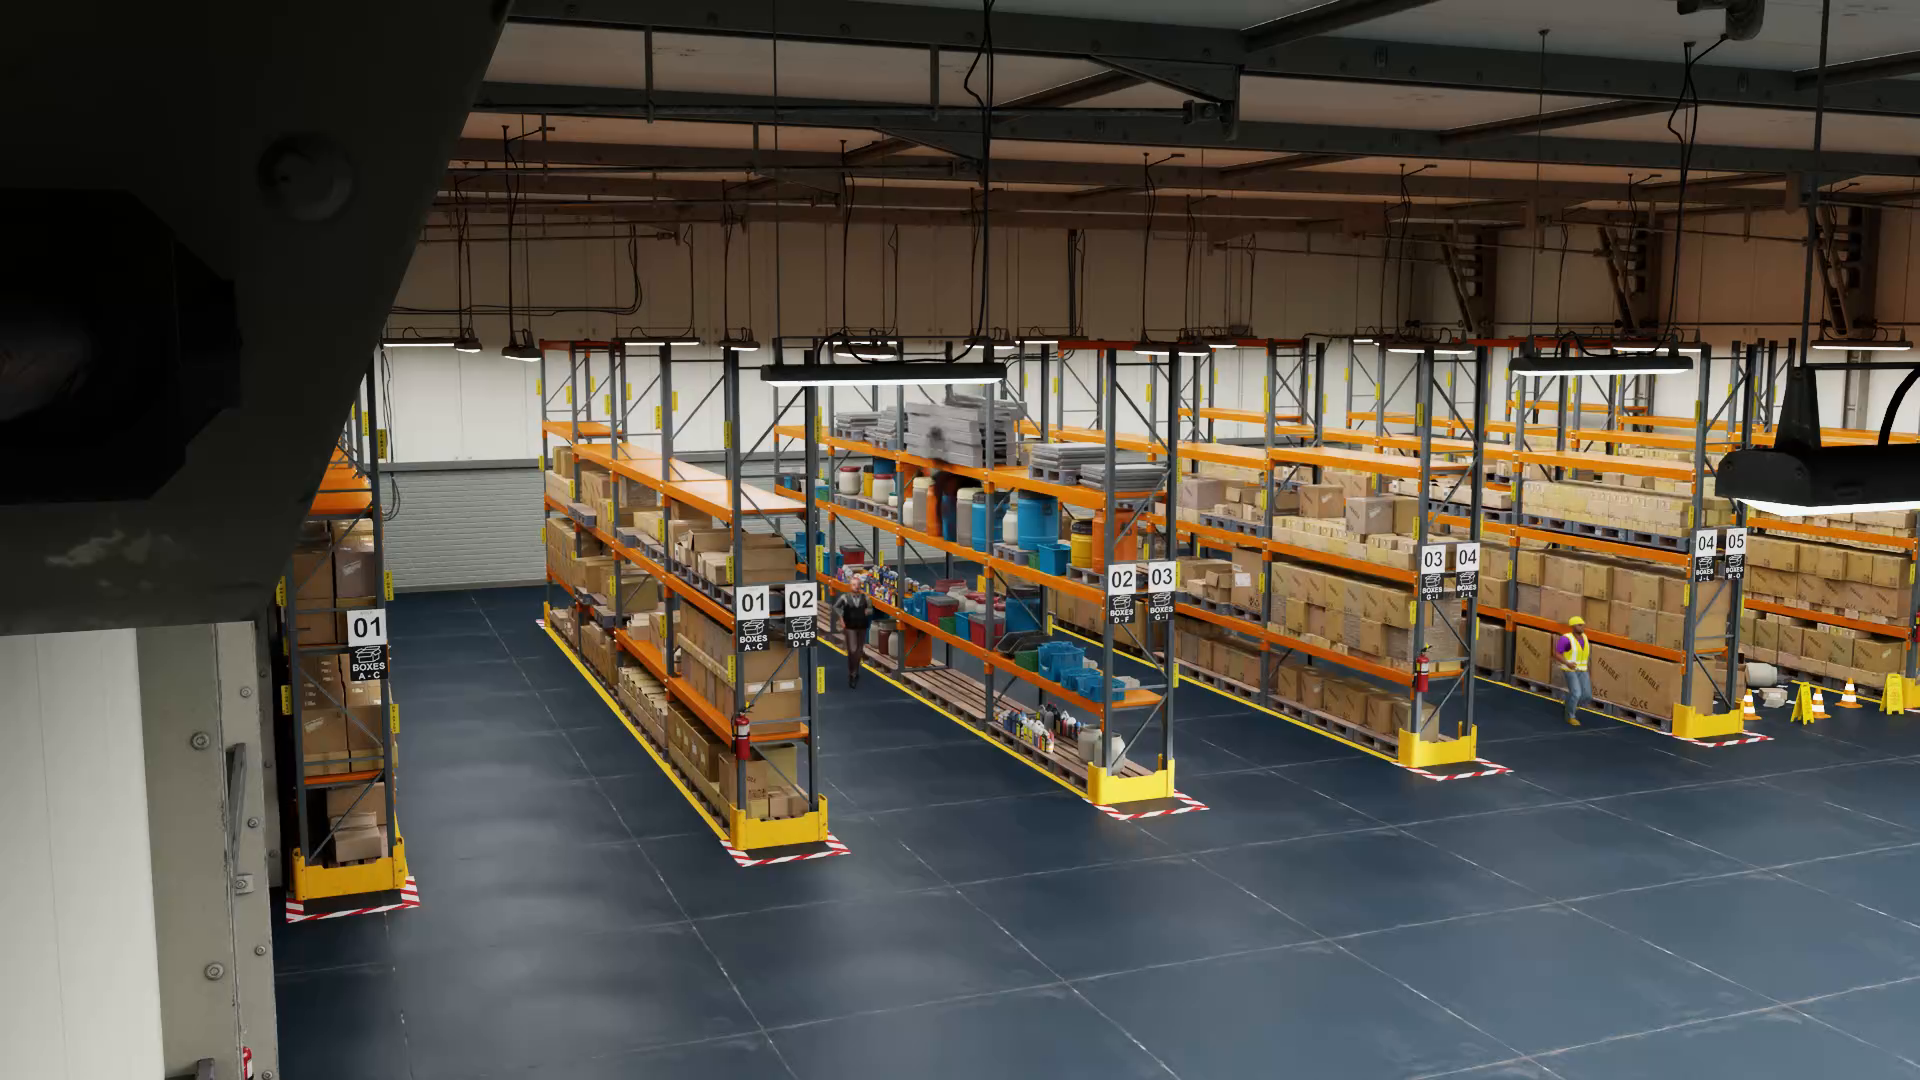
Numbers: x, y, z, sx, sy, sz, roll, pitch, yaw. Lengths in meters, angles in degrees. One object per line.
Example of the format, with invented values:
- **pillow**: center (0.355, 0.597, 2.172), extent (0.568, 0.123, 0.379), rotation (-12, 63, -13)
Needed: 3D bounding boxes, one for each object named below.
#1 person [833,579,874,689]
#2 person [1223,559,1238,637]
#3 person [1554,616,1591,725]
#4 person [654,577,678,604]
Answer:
- **person**: center (-1.757, 1.575, 28.061), extent (0.636, 1.836, 0.695), rotation (-3, 8, -21)
- **person**: center (5.254, 1.207, 32.990), extent (0.566, 1.684, 0.956), rotation (-3, 8, -24)
- **person**: center (9.706, 2.058, 26.317), extent (0.706, 1.728, 0.575), rotation (-3, 8, -23)
- **person**: center (-6.353, 0.930, 35.406), extent (0.640, 1.737, 0.676), rotation (-7, 10, -43)
